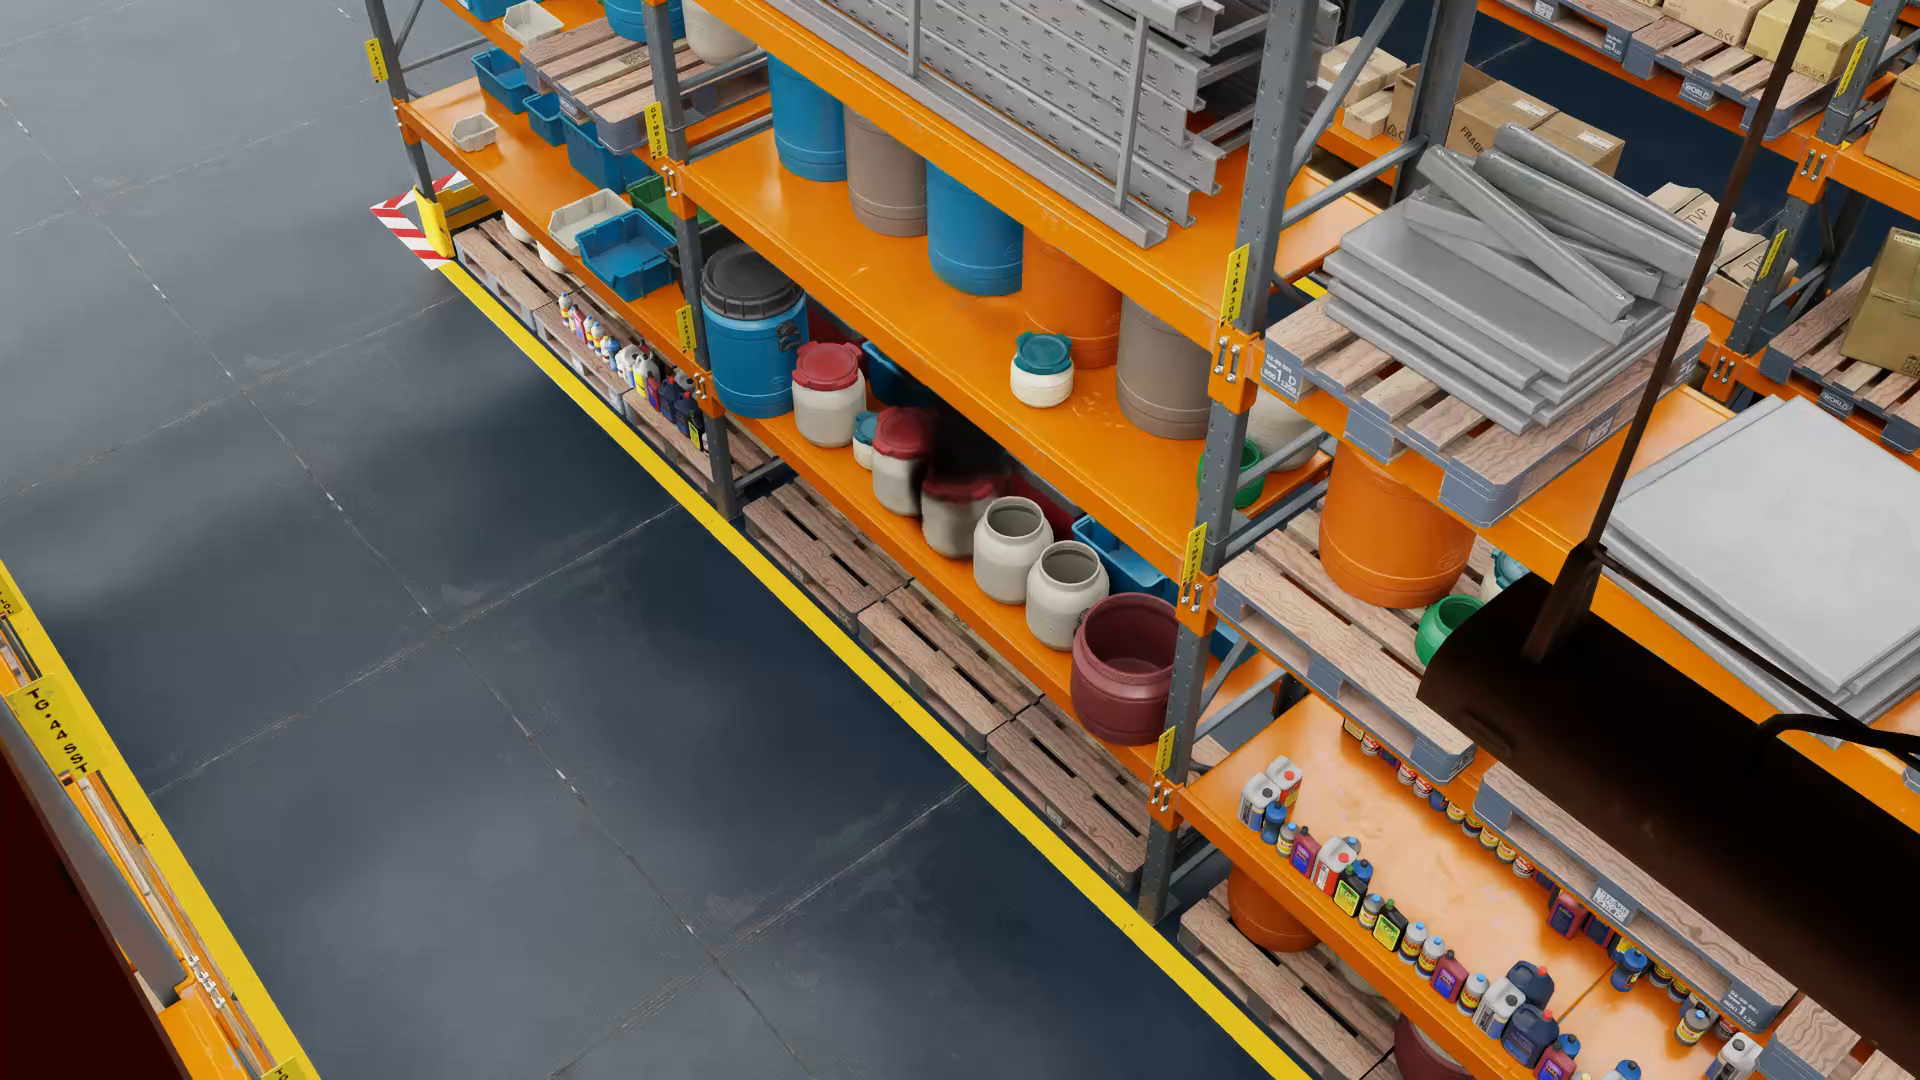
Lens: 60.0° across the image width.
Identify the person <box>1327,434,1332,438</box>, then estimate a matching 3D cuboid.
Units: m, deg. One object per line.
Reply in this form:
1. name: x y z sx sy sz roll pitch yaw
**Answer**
1. person: 2.442 -0.435 9.851 0.622 1.660 0.633 -33 55 -28
